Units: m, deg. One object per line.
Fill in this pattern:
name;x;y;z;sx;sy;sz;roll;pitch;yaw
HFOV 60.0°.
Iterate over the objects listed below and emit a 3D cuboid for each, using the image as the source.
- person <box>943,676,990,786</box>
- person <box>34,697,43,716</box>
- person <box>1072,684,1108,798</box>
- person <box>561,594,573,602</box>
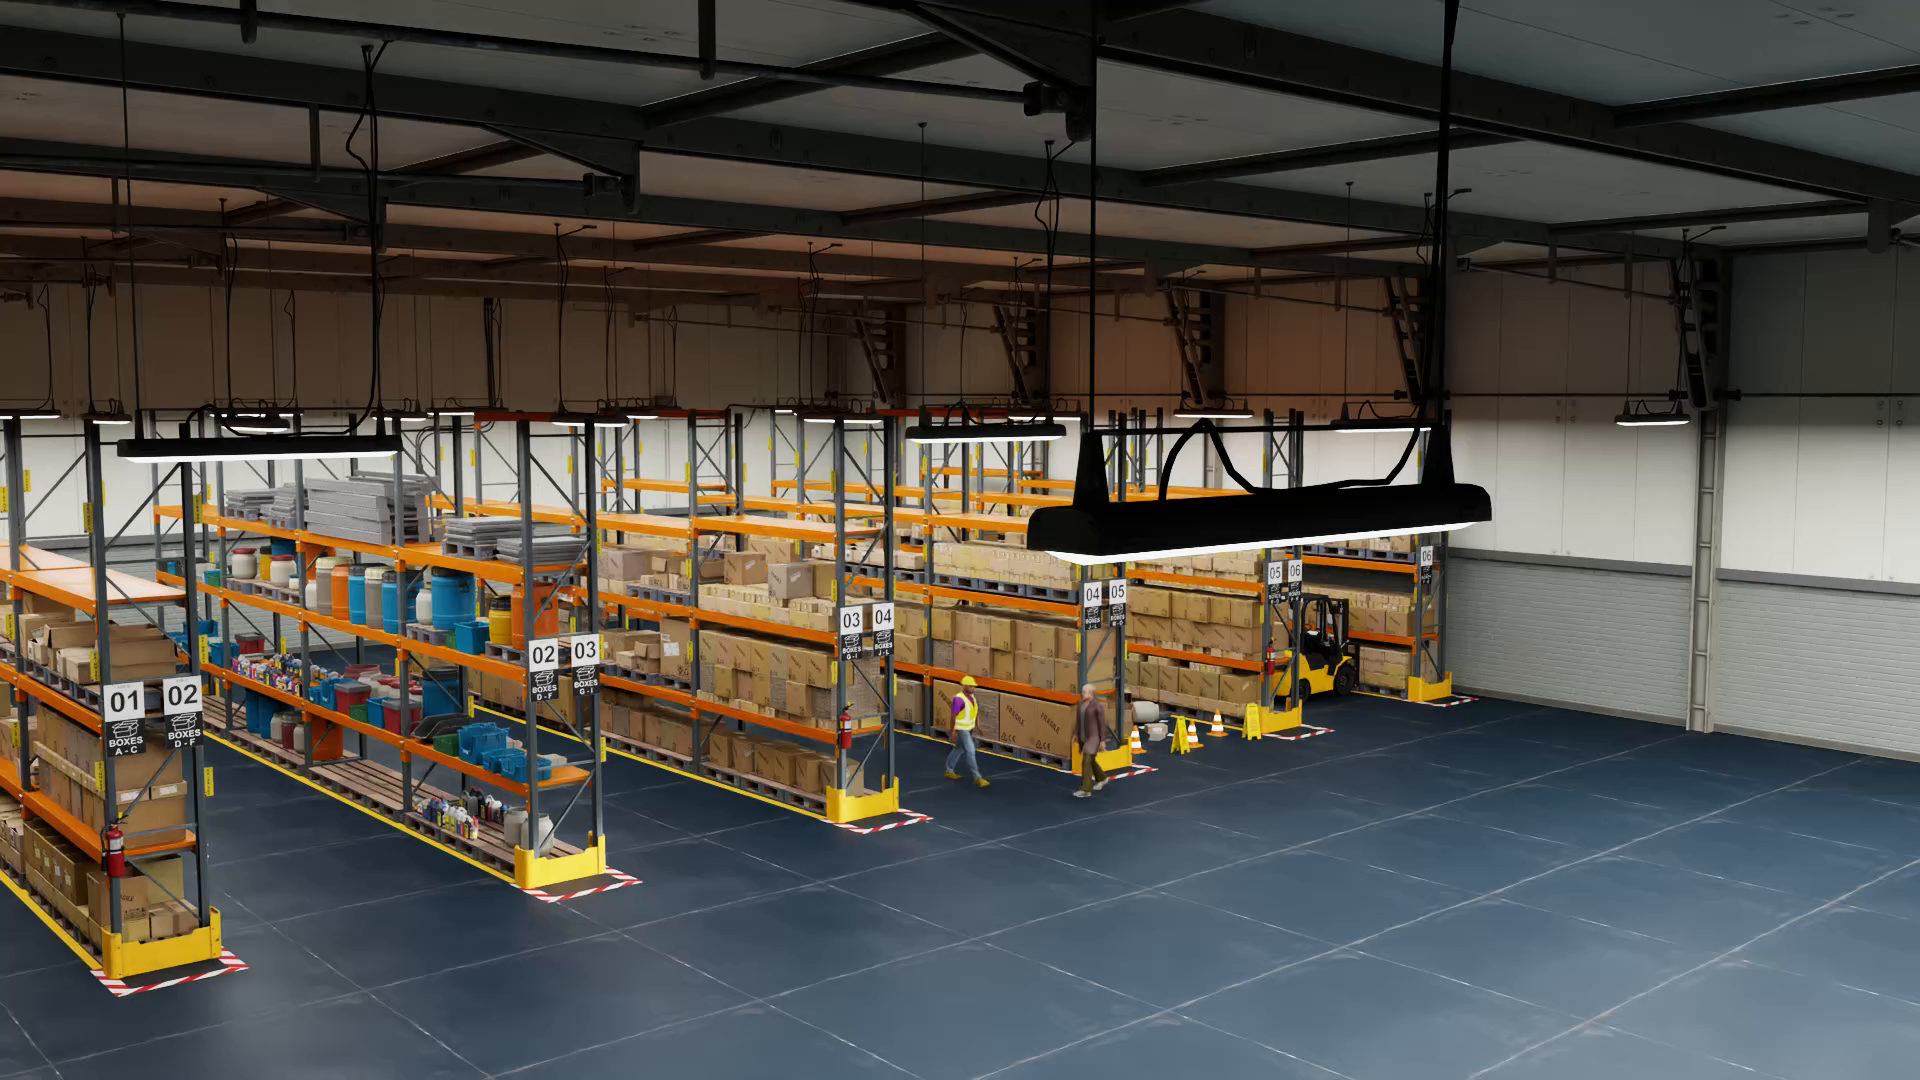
person;0.130;3.069;27.056;0.951;1.720;0.592;2;5;23
person;-15.748;3.036;28.533;0.941;1.545;0.500;4;7;41
person;2.066;3.146;26.311;0.897;1.758;0.568;-3;6;-31
person;-9.416;1.933;40.203;0.664;1.747;0.921;2;5;21
